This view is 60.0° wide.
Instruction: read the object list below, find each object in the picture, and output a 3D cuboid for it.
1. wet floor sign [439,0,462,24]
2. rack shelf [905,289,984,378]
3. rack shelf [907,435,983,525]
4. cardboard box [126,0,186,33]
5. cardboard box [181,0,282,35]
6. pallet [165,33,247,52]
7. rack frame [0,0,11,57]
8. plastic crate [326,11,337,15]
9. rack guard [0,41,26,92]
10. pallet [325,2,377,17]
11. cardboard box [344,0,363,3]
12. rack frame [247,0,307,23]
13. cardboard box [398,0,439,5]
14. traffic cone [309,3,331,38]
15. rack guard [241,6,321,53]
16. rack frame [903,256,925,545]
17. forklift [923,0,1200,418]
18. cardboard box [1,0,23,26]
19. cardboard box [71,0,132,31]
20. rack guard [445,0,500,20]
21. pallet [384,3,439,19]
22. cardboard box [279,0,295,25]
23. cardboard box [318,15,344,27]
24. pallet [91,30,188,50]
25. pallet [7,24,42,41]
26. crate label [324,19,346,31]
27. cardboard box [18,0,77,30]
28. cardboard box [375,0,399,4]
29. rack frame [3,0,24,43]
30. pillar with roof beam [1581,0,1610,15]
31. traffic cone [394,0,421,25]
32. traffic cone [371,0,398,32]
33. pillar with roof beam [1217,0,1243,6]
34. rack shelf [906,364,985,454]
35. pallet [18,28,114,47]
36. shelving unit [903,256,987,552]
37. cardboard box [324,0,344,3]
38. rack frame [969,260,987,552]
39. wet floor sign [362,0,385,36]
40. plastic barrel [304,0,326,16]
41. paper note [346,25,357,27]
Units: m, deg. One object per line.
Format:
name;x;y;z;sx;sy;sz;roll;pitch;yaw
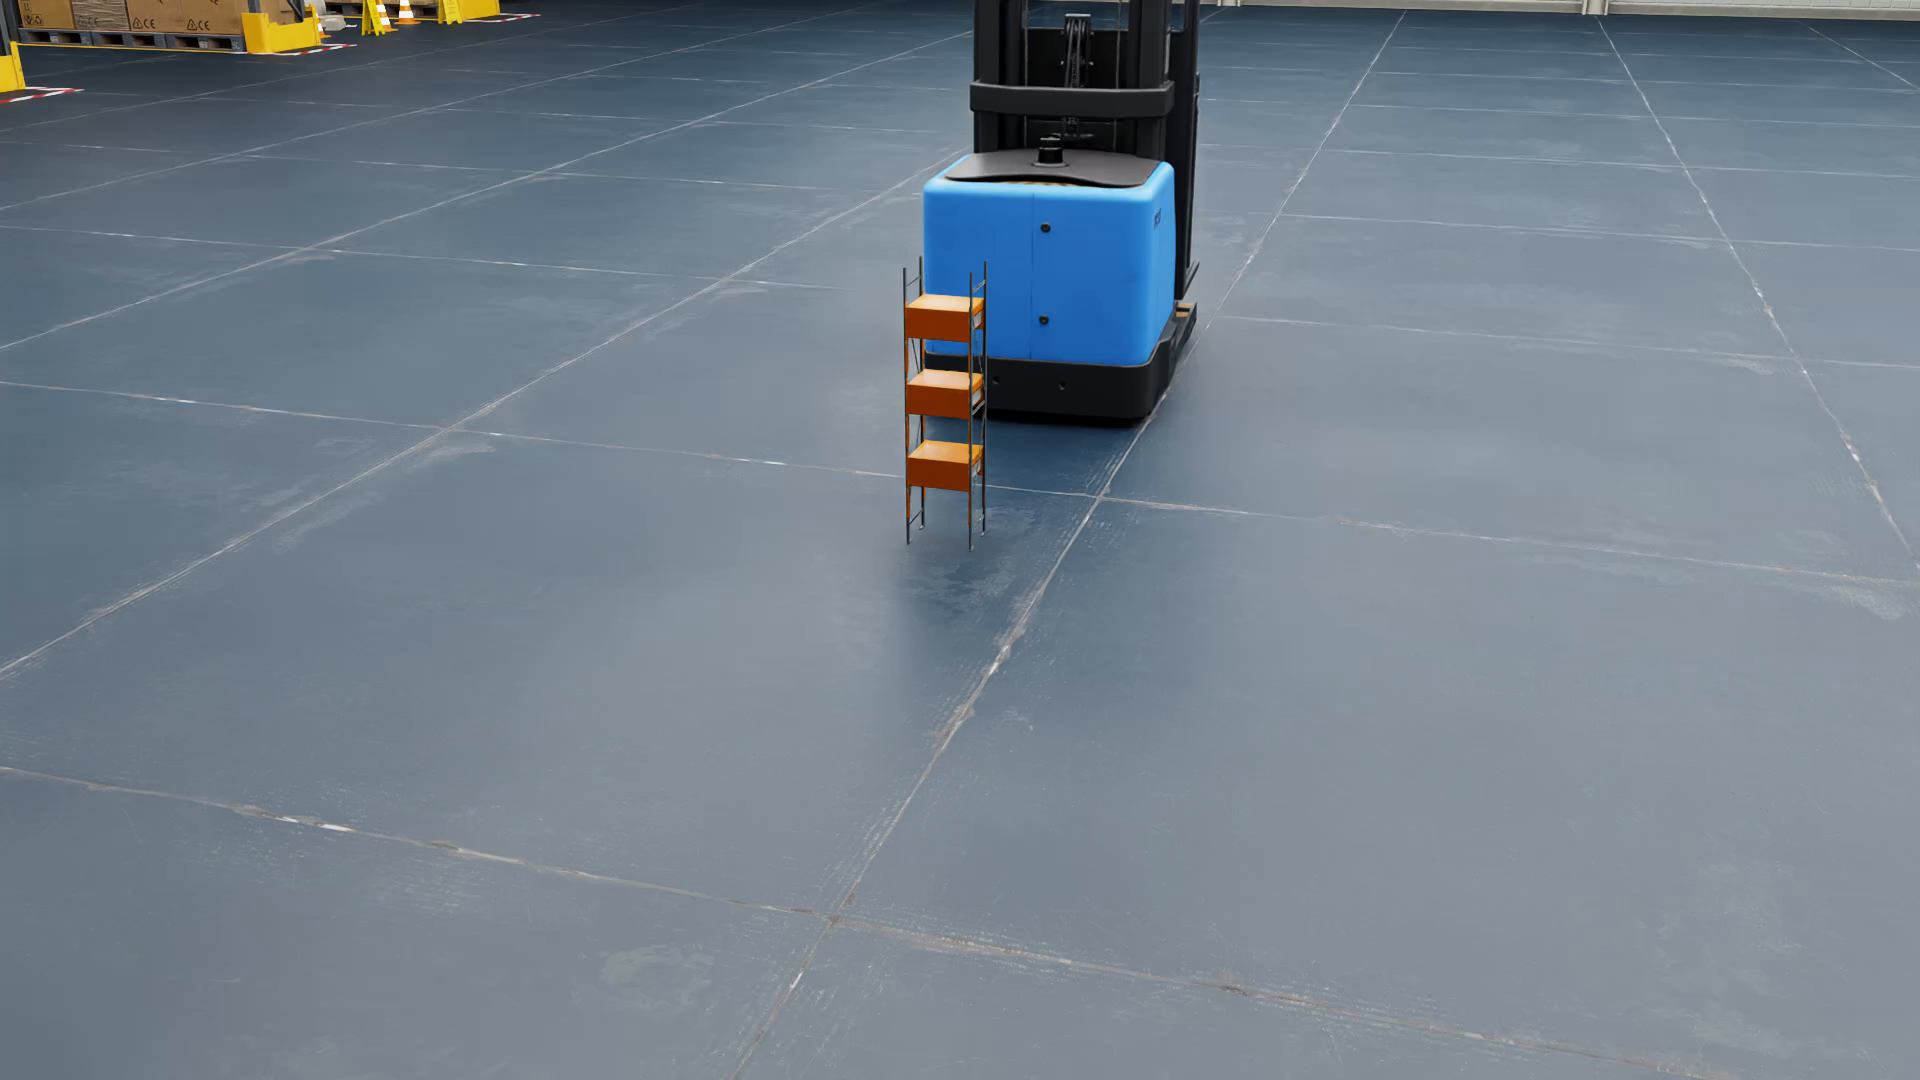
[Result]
wet floor sign;-7.926;-8.332;25.731;0.232;0.644;0.267;16;27;34
rack shelf;-0.051;-0.744;5.981;0.240;0.259;0.215;7;23;16
rack shelf;-0.051;-0.225;6.195;0.240;0.259;0.215;7;23;16
cardboard box;-10.643;-7.378;22.551;0.875;0.875;0.875;6;23;15
cardboard box;-9.800;-7.283;22.318;0.875;0.875;0.875;7;23;16
pallet;-9.920;-6.790;22.545;1.213;0.211;1.003;7;23;15
rack frame;-10.661;-6.230;17.505;0.127;3.000;1.000;7;23;16
plastic crate;-10.362;-8.448;26.760;0.583;0.080;0.402;-1;22;-3
rack guard;-10.734;-5.082;18.000;0.348;0.500;1.175;7;23;16
pallet;-9.803;-8.785;27.409;1.213;0.211;1.003;7;23;16
cardboard box;-9.646;-8.858;26.983;0.500;0.250;0.500;6;23;14
rack frame;-9.132;-8.021;21.872;0.127;3.000;1.000;7;23;16
cardboard box;-8.673;-8.746;26.709;0.500;0.250;0.500;6;23;15
traffic cone;-9.230;-7.421;23.753;0.334;0.463;0.336;7;23;16
rack guard;-9.109;-6.862;22.339;0.348;0.500;1.175;7;23;16
rack frame;-0.168;-0.505;6.118;0.008;1.050;0.200;7;23;16
forklift;0.665;-2.426;8.323;1.130;2.935;3.031;5;23;12
cardboard box;-13.581;-7.648;23.374;0.750;0.750;1.050;6;23;15
cardboard box;-11.515;-7.479;22.796;0.875;0.875;0.875;7;23;16
rack guard;-7.871;-8.682;26.778;0.348;0.500;1.175;7;23;16
pallet;-8.639;-8.651;27.081;1.213;0.211;1.003;7;23;16
cardboard box;-10.211;-7.948;24.984;0.637;0.503;0.797;-9;24;-21
cardboard box;-9.636;-7.921;25.385;0.380;0.149;0.250;-20;29;-39
pallet;-11.084;-6.924;22.873;1.213;0.211;1.003;7;23;15
pallet;-13.722;-7.226;23.609;1.213;0.211;1.003;7;23;16
crate label;-9.349;-7.708;24.880;0.298;0.136;0.250;-5;23;-12
cardboard box;-12.379;-7.576;23.034;0.875;0.875;0.875;7;23;16
cardboard box;-9.144;-8.803;26.848;0.500;0.250;0.500;7;23;16
rack frame;-12.961;-8.459;22.940;0.127;3.000;1.000;7;23;16
pillar with roof beam;9.215;-11.276;21.903;0.400;9.000;9.100;7;23;16
traffic cone;-8.583;-8.235;25.737;0.334;0.463;0.336;7;23;16
traffic cone;-8.578;-7.795;24.663;0.334;0.463;0.336;7;23;16
pillar with roof beam;3.470;-11.934;23.506;0.400;9.000;9.100;7;23;16
rack shelf;-0.051;-0.482;6.089;0.240;0.259;0.215;7;23;16
pallet;-12.256;-7.057;23.197;1.213;0.211;1.003;7;23;15
shelving unit;-0.051;-0.492;6.085;0.252;1.050;0.215;7;23;16
cardboard box;-10.118;-8.917;27.125;0.500;0.250;0.500;6;23;15
rack frame;0.066;-0.478;6.052;0.008;1.050;0.200;7;23;16
wet floor sign;-8.532;-7.648;24.064;0.232;0.644;0.267;3;22;6
plastic barrel;-10.213;-8.315;25.983;0.512;0.421;0.421;-14;26;-30
paper note;-9.279;-7.837;25.336;0.142;0.019;0.148;-1;22;-3
